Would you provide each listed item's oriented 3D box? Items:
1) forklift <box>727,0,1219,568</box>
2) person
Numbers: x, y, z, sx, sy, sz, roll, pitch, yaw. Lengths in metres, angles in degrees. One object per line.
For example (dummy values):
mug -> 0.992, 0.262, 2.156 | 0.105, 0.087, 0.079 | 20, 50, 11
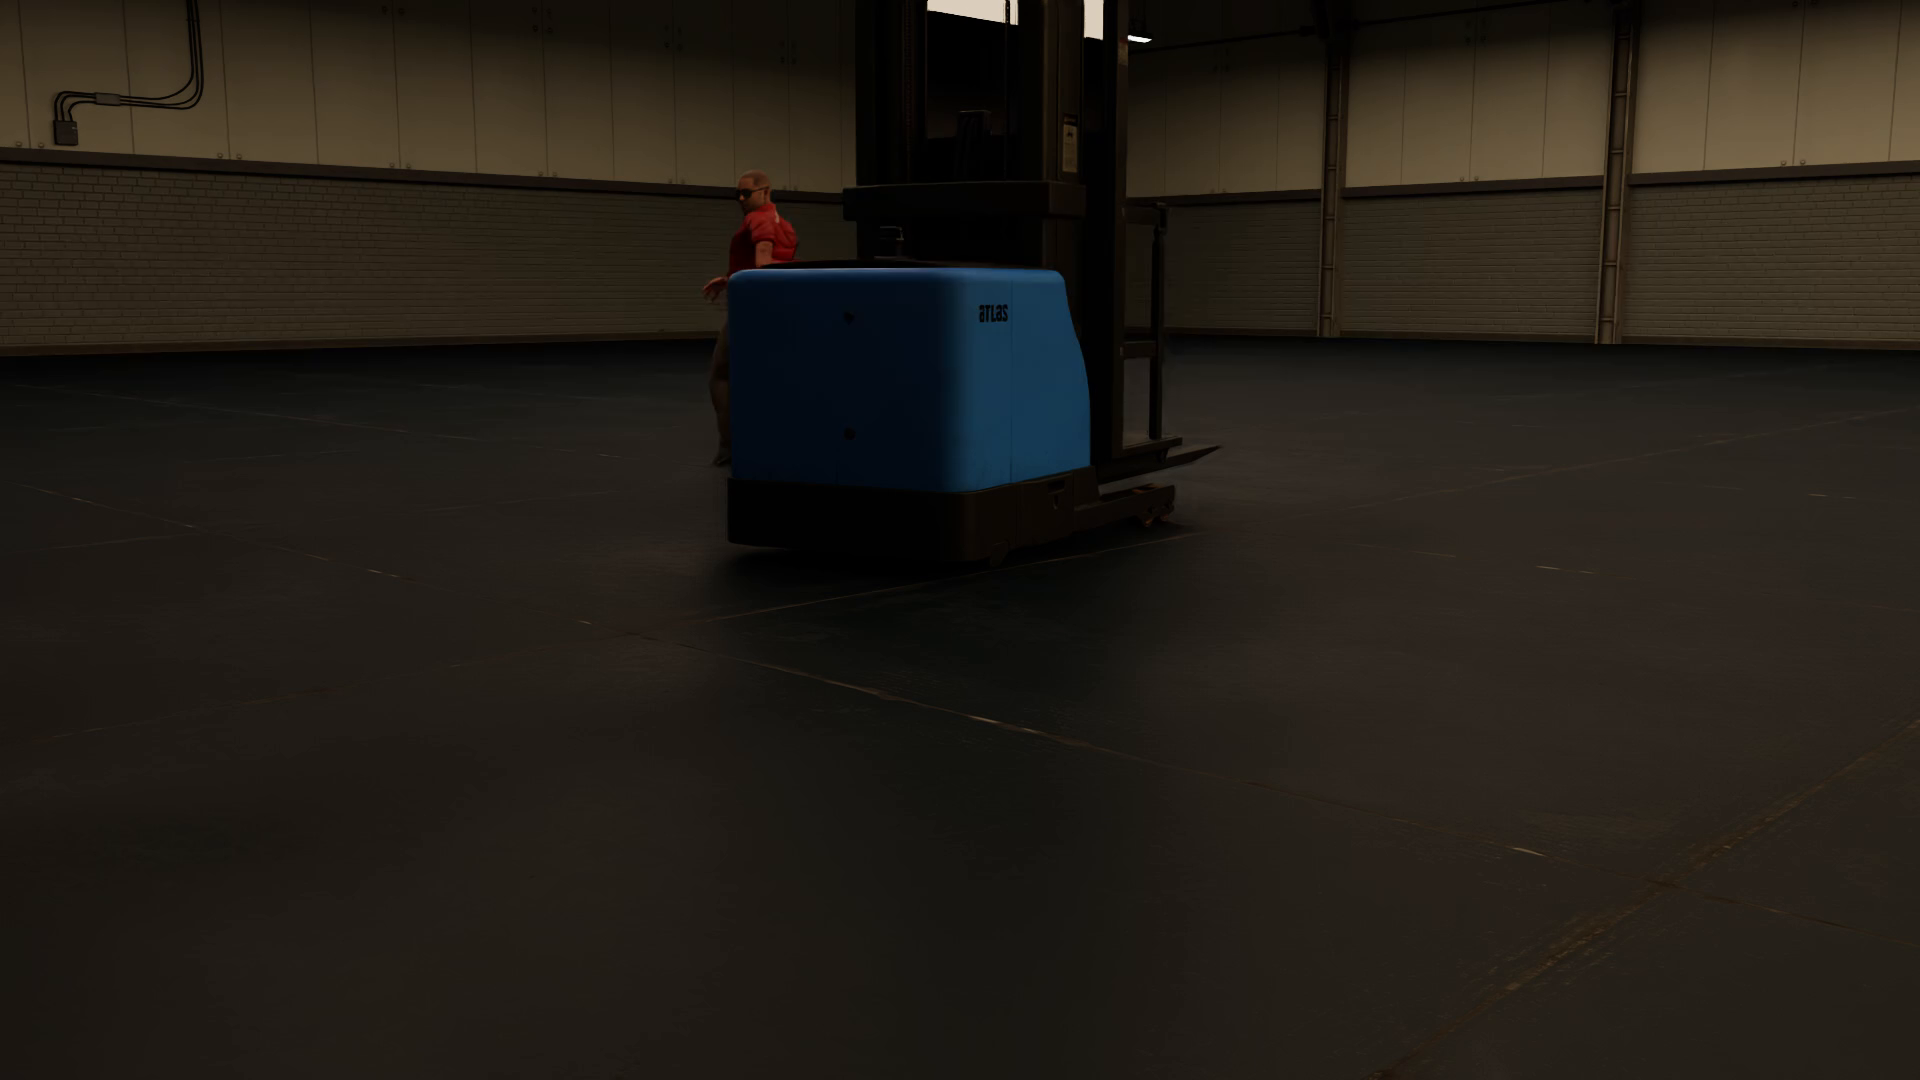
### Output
forklift -> 0.285, -1.530, 7.038 | 1.130, 2.935, 3.031 | 5, 10, 28
person -> -1.121, -1.209, 9.363 | 0.914, 1.714, 0.579 | 8, 12, 44
